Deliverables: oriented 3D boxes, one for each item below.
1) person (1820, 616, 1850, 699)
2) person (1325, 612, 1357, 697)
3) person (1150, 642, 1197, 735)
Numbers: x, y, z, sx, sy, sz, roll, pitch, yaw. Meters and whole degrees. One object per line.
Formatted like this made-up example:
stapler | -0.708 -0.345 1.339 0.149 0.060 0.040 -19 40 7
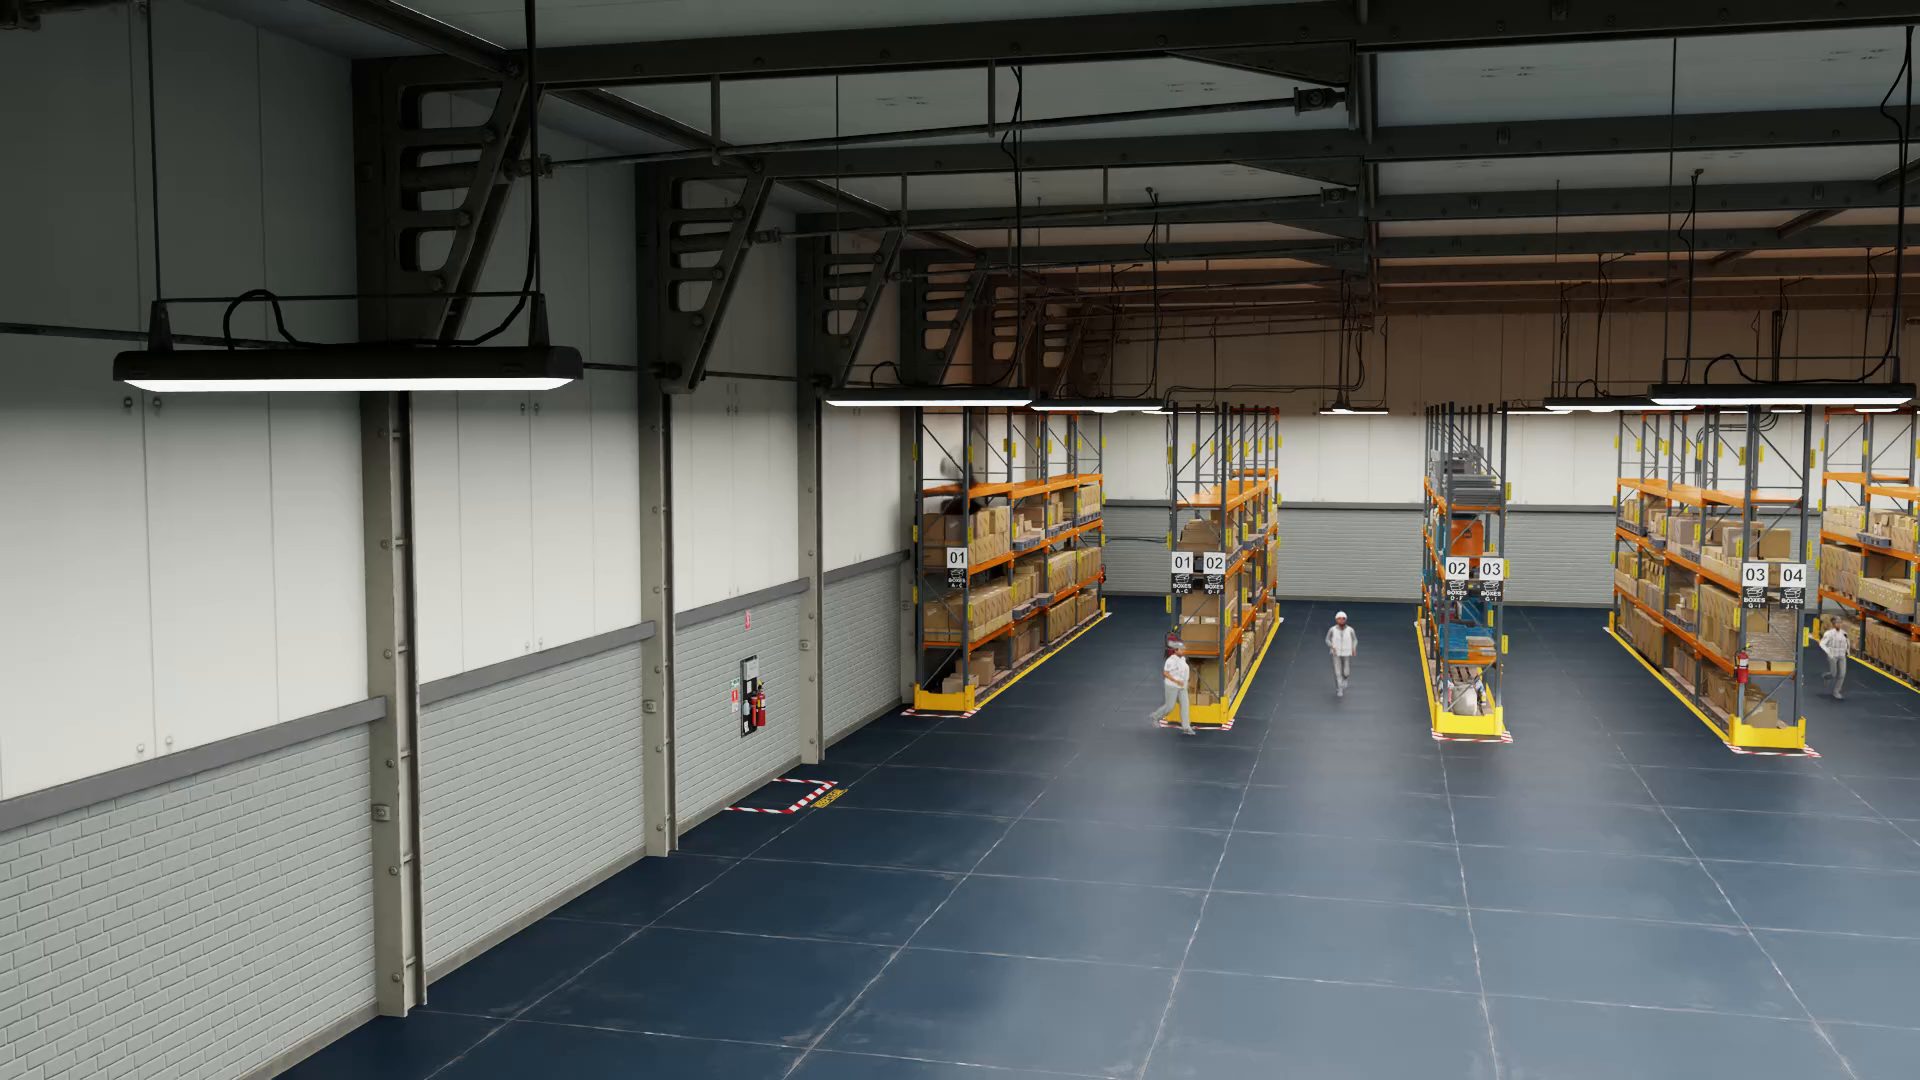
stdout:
person | 17.976 2.387 34.140 0.629 1.680 0.677 0 4 2
person | 7.837 2.344 34.194 0.661 1.731 0.584 1 4 9
person | 3.913 2.660 30.051 0.618 1.639 0.947 -4 6 -44
